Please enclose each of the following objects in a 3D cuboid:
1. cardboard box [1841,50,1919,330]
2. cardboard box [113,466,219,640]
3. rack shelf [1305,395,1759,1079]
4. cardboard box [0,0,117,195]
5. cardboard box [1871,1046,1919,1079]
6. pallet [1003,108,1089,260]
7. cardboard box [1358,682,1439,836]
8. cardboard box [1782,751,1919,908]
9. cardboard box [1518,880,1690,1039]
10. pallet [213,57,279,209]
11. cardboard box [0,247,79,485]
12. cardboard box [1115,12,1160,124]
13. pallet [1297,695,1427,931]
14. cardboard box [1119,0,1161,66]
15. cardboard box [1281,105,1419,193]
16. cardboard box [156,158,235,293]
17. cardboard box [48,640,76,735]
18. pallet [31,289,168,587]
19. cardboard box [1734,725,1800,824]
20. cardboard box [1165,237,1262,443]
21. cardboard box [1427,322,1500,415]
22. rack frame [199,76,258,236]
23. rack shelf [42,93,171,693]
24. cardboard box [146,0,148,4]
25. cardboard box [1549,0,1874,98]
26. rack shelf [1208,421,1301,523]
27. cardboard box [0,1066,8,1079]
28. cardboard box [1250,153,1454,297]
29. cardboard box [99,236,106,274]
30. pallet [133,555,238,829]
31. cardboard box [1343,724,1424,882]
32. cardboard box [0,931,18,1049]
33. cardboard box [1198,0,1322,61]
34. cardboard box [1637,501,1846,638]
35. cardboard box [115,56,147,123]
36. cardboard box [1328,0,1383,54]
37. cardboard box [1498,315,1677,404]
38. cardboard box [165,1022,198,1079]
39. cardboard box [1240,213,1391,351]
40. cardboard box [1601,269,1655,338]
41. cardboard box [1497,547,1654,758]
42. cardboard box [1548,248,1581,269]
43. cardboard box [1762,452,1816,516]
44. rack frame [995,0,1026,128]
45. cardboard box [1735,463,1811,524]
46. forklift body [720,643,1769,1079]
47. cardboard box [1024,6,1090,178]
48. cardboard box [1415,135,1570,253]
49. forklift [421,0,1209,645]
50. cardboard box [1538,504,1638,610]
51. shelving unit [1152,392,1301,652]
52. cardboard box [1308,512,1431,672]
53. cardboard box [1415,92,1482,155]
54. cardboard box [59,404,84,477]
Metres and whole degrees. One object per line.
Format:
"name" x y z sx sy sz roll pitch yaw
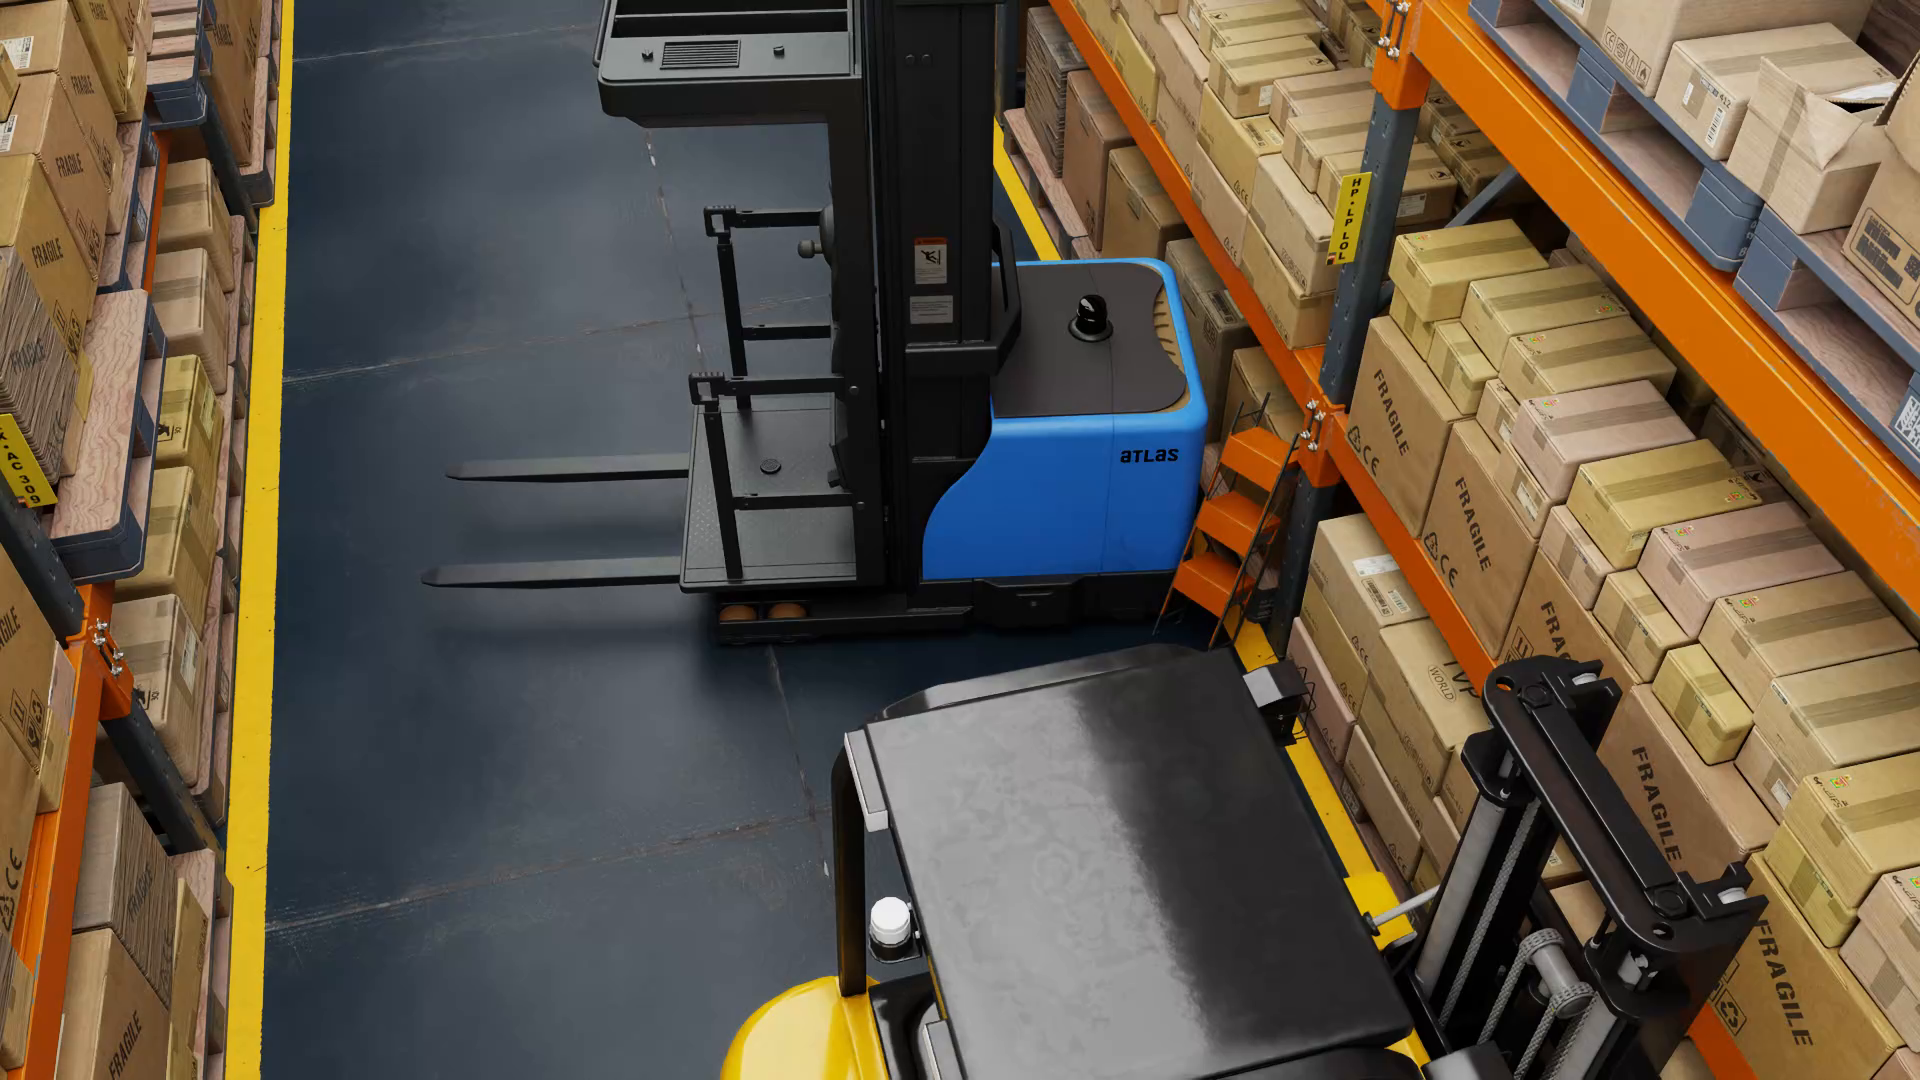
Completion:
"cardboard box" 2.115 -0.617 2.968 0.797 0.503 0.637 -9 46 -9
"cardboard box" -3.403 0.113 6.336 0.950 0.372 0.625 -8 46 -8
"rack shelf" 2.231 0.920 4.503 1.077 0.370 4.000 -11 47 -10
"cardboard box" -3.306 -1.507 5.805 0.500 0.500 0.500 -12 47 -12
"cardboard box" 2.239 1.362 3.496 0.500 0.500 0.500 -9 46 -9
"pallet" 0.868 -1.923 8.737 1.003 0.211 1.213 -11 47 -10
"cardboard box" 1.675 0.665 5.529 0.500 0.250 0.500 -11 47 -11
"cardboard box" 2.024 0.611 3.569 0.380 0.149 0.250 -10 46 -10
"cardboard box" 1.926 1.204 4.652 0.500 0.250 0.500 -12 47 -11
"pallet" -4.232 -2.146 8.956 1.003 0.211 1.213 -11 47 -10
"cardboard box" -2.922 -0.465 4.784 0.500 0.500 0.500 -10 46 -9
"cardboard box" 0.966 -2.010 6.975 0.500 0.250 0.500 -9 46 -9
"pallet" 1.882 0.820 6.049 1.003 0.211 1.213 -11 47 -10
"cardboard box" 0.971 -2.187 6.799 0.500 0.250 0.500 -10 46 -10
"cardboard box" 1.333 -1.345 5.694 0.380 0.149 0.250 -11 47 -11
"cardboard box" -3.968 -1.400 7.818 0.950 0.372 0.625 -14 47 -13
"cardboard box" -2.702 0.451 4.634 0.380 0.149 0.250 -11 47 -11
"pallet" -3.134 -0.290 5.319 1.003 0.211 1.213 -11 47 -10
"cardboard box" 2.054 0.529 3.858 0.380 0.149 0.250 -11 47 -11
"cardboard box" 1.383 -0.924 7.175 0.875 0.625 0.625 -11 47 -11
"cardboard box" 1.614 -0.528 4.894 0.380 0.149 0.250 -10 46 -9
"rack frame" -4.103 -2.564 7.414 1.000 3.000 0.127 -11 47 -10
"rack shelf" -3.591 -0.932 6.317 1.077 0.370 4.000 -11 47 -10
"cardboard box" -3.653 -2.268 7.005 0.380 0.149 0.250 -10 46 -10
"cardboard box" 1.696 -1.295 3.767 0.500 0.311 0.500 -10 46 -9
"rack shelf" 1.107 -0.252 6.143 0.240 0.259 0.215 35 35 29
"cardboard box" -2.402 1.334 3.769 0.380 0.149 0.250 -11 47 -11
"cardboard box" 1.346 -1.128 5.760 0.500 0.250 0.500 -12 47 -11
"cardboard box" -3.204 -1.013 5.775 0.380 0.149 0.250 -10 46 -10
"pallet" -3.279 0.636 6.230 1.003 0.211 1.213 -11 47 -10
"cardboard box" 1.667 0.845 5.704 0.500 0.250 0.500 -12 47 -11
"cardboard box" -2.449 1.031 3.612 0.500 0.500 0.500 -10 46 -9
"cardboard box" 1.119 -1.873 6.212 0.380 0.149 0.250 -12 47 -11
"cardboard box" 1.920 0.070 4.099 0.380 0.149 0.250 -11 47 -10
"cardboard box" -3.404 -1.740 6.487 0.380 0.149 0.250 -10 46 -10
"cardboard box" 1.630 -1.973 6.310 0.380 0.149 0.250 -11 47 -10
"cardboard box" 1.742 -0.466 4.625 0.380 0.149 0.250 -11 47 -11
"cardboard box" -2.522 1.738 4.829 0.500 0.250 0.500 -12 47 -11
"cardboard box" 1.337 -0.960 5.947 0.500 0.250 0.500 -10 46 -9
"cardboard box" 2.117 -0.733 4.886 0.380 0.149 0.250 -12 47 -11
"cardboard box" 1.860 0.312 4.524 0.500 0.500 0.500 -11 47 -11
"cardboard box" 2.049 -0.800 5.160 0.380 0.149 0.250 -11 47 -11
"cardboard box" 2.369 -0.209 4.372 0.380 0.149 0.250 -11 47 -11
"rack frame" 0.695 -3.474 8.305 1.000 3.000 0.127 -11 47 -10
"cardboard box" 2.284 -0.089 4.463 0.380 0.149 0.250 -9 46 -9
"forklift body" 0.494 1.370 4.152 2.313 2.155 1.214 -11 47 -10
"cardboard box" 0.841 -2.357 8.579 0.875 0.625 0.625 -9 46 -9
"cardboard box" 1.836 -1.232 5.863 0.500 0.250 0.500 -11 47 -11
"forklift" -0.624 -1.001 5.930 3.031 2.935 1.130 -2 46 -2
"cardboard box" 1.765 0.012 4.365 0.380 0.149 0.250 -11 47 -11
"shelving unit" 1.039 -0.025 6.278 0.252 1.050 0.215 35 35 29
"cardboard box" 1.539 0.144 5.690 0.500 0.250 0.500 -11 47 -11
"cardboard box" 1.818 -1.451 5.799 0.380 0.149 0.250 -12 47 -12
"cardboard box" -2.915 -0.301 5.077 0.380 0.149 0.250 -10 46 -10
